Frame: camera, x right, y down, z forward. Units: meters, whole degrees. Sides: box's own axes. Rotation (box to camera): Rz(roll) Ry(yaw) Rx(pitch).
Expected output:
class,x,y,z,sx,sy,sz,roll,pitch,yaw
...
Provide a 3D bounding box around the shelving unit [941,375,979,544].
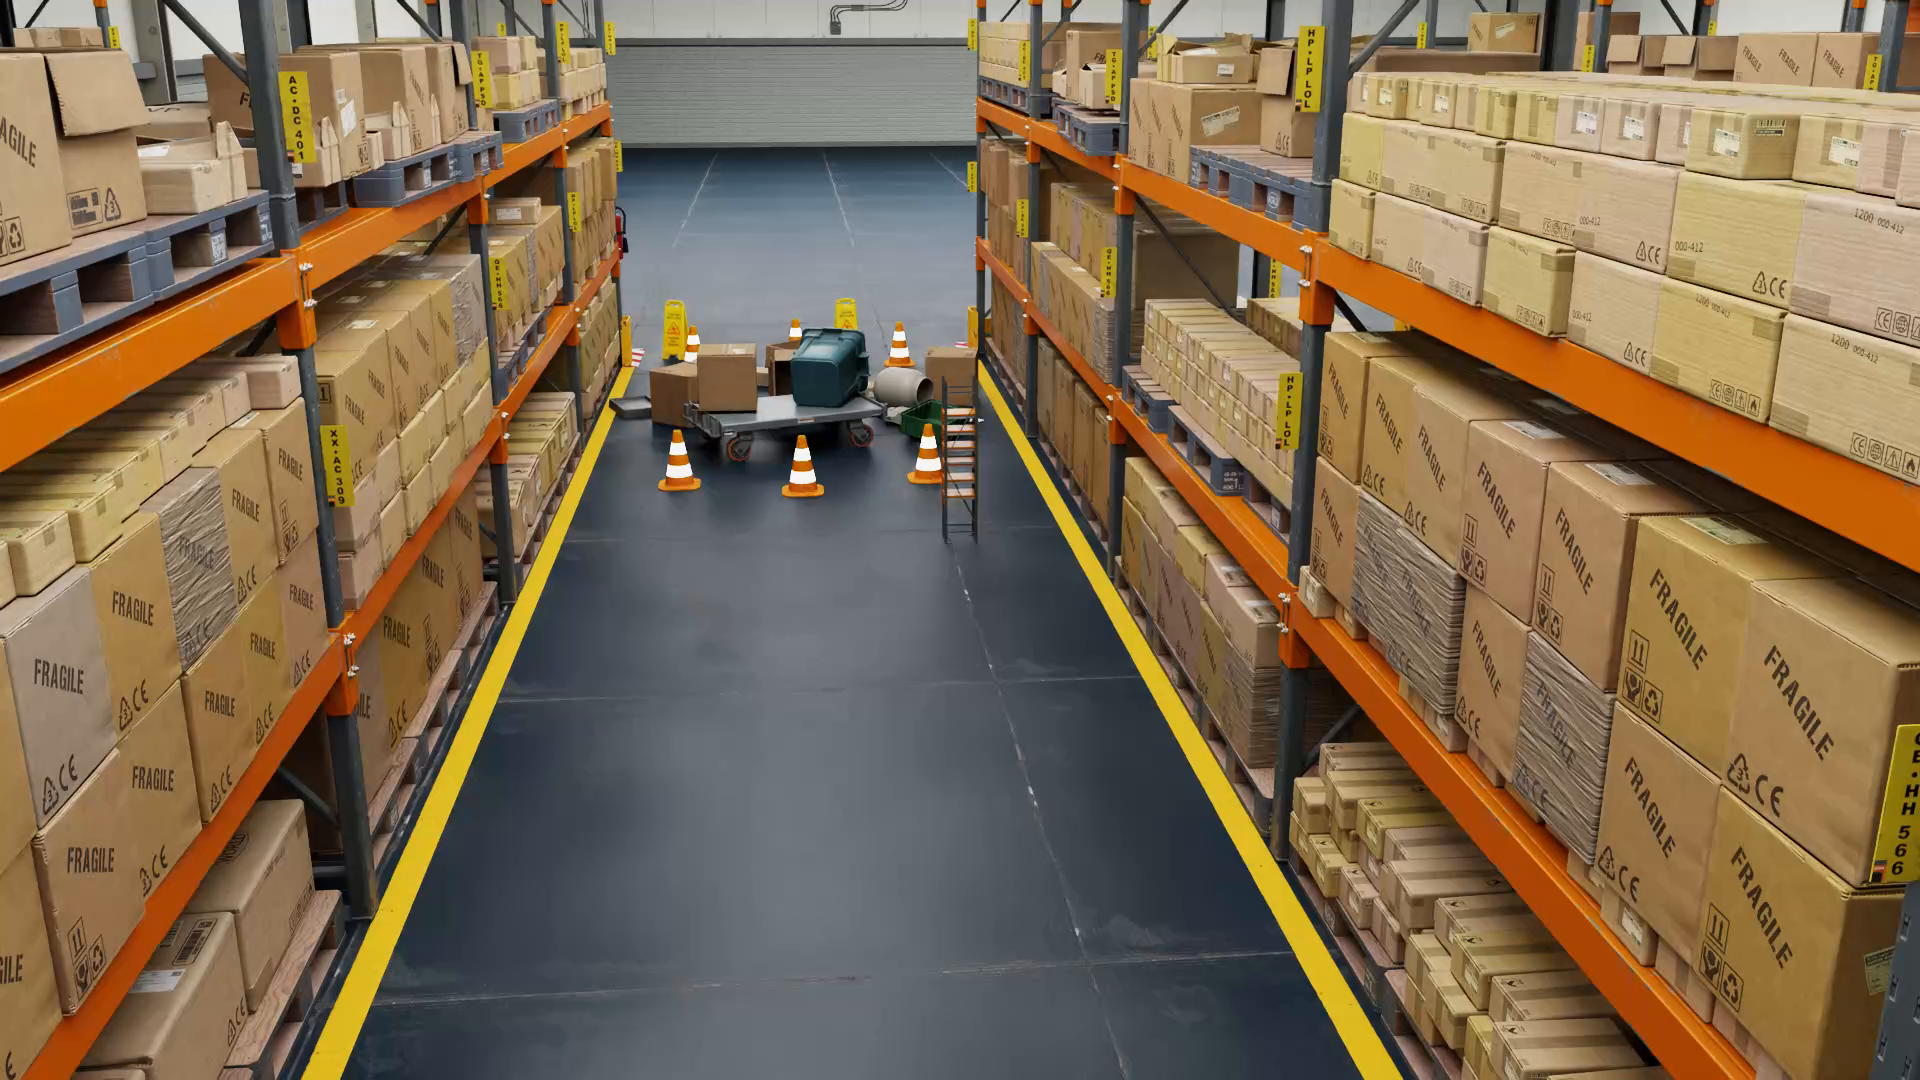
class,x,y,z,sx,sy,sz,roll,pitch,yaw
shelving unit,-0.002,-0.577,12.011,0.258,1.200,0.189,-2,18,-6

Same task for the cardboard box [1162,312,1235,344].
class,x,y,z,sx,sy,sz,roll,pitch,yaw
cardboard box,1.419,-1.262,9.914,0.380,0.149,0.250,-2,18,-6

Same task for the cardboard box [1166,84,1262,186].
class,x,y,z,sx,sy,sz,roll,pitch,yaw
cardboard box,1.422,-2.197,8.994,0.500,0.500,0.500,-2,18,-6

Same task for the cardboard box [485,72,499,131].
class,x,y,z,sx,sy,sz,roll,pitch,yaw
cardboard box,-3.586,-2.945,11.371,0.797,0.503,0.637,-2,18,-6

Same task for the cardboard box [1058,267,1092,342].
class,x,y,z,sx,sy,sz,roll,pitch,yaw
cardboard box,1.041,-1.818,12.794,0.500,0.500,0.500,-2,17,-5

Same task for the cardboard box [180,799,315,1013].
class,x,y,z,sx,sy,sz,roll,pitch,yaw
cardboard box,-3.030,1.393,6.309,0.875,0.438,0.875,-2,18,-6

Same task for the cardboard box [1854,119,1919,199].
class,x,y,z,sx,sy,sz,roll,pitch,yaw
cardboard box,2.062,-0.765,3.349,0.380,0.149,0.250,-2,17,-5

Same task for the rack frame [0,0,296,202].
class,x,y,z,sx,sy,sz,roll,pitch,yaw
rack frame,-2.988,-2.682,5.696,1.000,3.000,0.127,-2,18,-6

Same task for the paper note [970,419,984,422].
class,x,y,z,sx,sy,sz,roll,pitch,yaw
paper note,0.130,-1.142,15.764,0.142,0.020,0.147,16,24,42

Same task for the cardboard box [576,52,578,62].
class,x,y,z,sx,sy,sz,roll,pitch,yaw
cardboard box,-3.763,-4.459,15.454,0.380,0.149,0.250,-1,17,-5

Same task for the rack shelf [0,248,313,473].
class,x,y,z,sx,sy,sz,roll,pitch,yaw
rack shelf,-2.782,-0.312,4.355,1.077,0.370,4.000,-2,18,-6

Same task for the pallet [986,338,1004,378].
class,x,y,z,sx,sy,sz,roll,pitch,yaw
pallet,0.848,-2.012,18.233,1.003,0.211,1.213,-2,18,-6

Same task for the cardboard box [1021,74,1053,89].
class,x,y,z,sx,sy,sz,roll,pitch,yaw
cardboard box,0.745,-4.044,14.595,0.380,0.149,0.250,-2,18,-6

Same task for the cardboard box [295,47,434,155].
class,x,y,z,sx,sy,sz,roll,pitch,yaw
cardboard box,-2.930,-2.175,8.220,0.500,0.500,0.500,-2,18,-5

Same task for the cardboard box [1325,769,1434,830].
class,x,y,z,sx,sy,sz,roll,pitch,yaw
cardboard box,1.724,1.066,6.839,0.380,0.149,0.250,-1,17,-3

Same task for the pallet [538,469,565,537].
class,x,y,z,sx,sy,sz,roll,pitch,yaw
pallet,-3.602,-0.277,12.706,1.003,0.211,1.213,-2,18,-6

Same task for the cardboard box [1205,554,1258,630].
class,x,y,z,sx,sy,sz,roll,pitch,yaw
cardboard box,1.557,0.264,8.548,0.500,0.250,0.500,-1,17,-3

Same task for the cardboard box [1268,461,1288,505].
class,x,y,z,sx,sy,sz,roll,pitch,yaw
cardboard box,1.660,-0.273,7.757,0.380,0.149,0.250,-2,18,-5

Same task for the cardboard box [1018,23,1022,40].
class,x,y,z,sx,sy,sz,roll,pitch,yaw
cardboard box,0.720,-4.500,14.717,0.380,0.149,0.250,-2,18,-6

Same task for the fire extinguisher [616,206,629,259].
class,x,y,z,sx,sy,sz,roll,pitch,yaw
fire extinguisher,-3.779,-3.406,18.149,0.296,0.674,0.183,-2,18,-6

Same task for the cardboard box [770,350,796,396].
class,x,y,z,sx,sy,sz,roll,pitch,yaw
cardboard box,-1.422,-1.545,16.032,0.797,0.637,0.503,-2,18,-6

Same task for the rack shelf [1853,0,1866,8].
class,x,y,z,sx,sy,sz,roll,pitch,yaw
rack shelf,10.764,-5.586,16.817,1.077,0.370,4.000,-2,18,-6

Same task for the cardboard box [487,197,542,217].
class,x,y,z,sx,sy,sz,roll,pitch,yaw
cardboard box,-3.457,-2.567,12.899,0.380,0.149,0.250,-2,18,-7

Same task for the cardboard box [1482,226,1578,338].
class,x,y,z,sx,sy,sz,roll,pitch,yaw
cardboard box,1.856,-0.756,4.819,0.500,0.250,0.500,-1,17,-3

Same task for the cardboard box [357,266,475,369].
class,x,y,z,sx,sy,sz,roll,pitch,yaw
cardboard box,-3.026,-1.238,9.275,0.500,0.500,0.500,-1,17,-5

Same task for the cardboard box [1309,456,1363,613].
class,x,y,z,sx,sy,sz,roll,pitch,yaw
cardboard box,1.726,-0.037,6.624,0.500,0.500,0.500,-2,18,-7

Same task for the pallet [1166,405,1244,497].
class,x,y,z,sx,sy,sz,roll,pitch,yaw
pallet,1.758,-0.514,9.128,1.003,0.211,1.213,-2,18,-6

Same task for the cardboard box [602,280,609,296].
class,x,y,z,sx,sy,sz,roll,pitch,yaw
cardboard box,-3.756,-2.538,16.807,0.380,0.149,0.250,-1,17,-5

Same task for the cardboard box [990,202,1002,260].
class,x,y,z,sx,sy,sz,roll,pitch,yaw
cardboard box,0.782,-3.206,17.132,0.875,0.550,0.550,-2,18,-6

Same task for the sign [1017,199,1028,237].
class,x,y,z,sx,sy,sz,roll,pitch,yaw
sign,0.548,-2.819,14.572,0.100,0.325,0.005,-2,18,-6

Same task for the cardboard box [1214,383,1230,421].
class,x,y,z,sx,sy,sz,roll,pitch,yaw
cardboard box,1.548,-0.730,8.717,0.380,0.149,0.250,-2,18,-5

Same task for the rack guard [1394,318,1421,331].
class,x,y,z,sx,sy,sz,roll,pitch,yaw
rack guard,5.639,-2.486,19.260,1.175,0.500,0.348,-2,18,-6

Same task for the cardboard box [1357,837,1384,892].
class,x,y,z,sx,sy,sz,roll,pitch,yaw
cardboard box,1.821,1.277,6.663,0.380,0.149,0.250,-2,18,-6

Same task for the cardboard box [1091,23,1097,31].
class,x,y,z,sx,sy,sz,roll,pitch,yaw
cardboard box,1.373,-4.521,14.782,0.380,0.149,0.250,-2,18,-6

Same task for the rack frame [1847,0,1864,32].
class,x,y,z,sx,sy,sz,roll,pitch,yaw
rack frame,10.558,-6.716,18.547,1.000,3.000,0.127,-2,18,-6

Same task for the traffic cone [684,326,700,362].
class,x,y,z,sx,sy,sz,roll,pitch,yaw
traffic cone,-2.898,-2.096,18.082,0.336,0.463,0.334,-2,18,-6

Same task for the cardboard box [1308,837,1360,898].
class,x,y,z,sx,sy,sz,roll,pitch,yaw
cardboard box,1.671,1.355,6.912,0.380,0.149,0.250,-1,17,-4

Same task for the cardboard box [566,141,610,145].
class,x,y,z,sx,sy,sz,roll,pitch,yaw
cardboard box,-3.911,-3.765,16.829,0.700,0.500,0.500,-2,18,-5

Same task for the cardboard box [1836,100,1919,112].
class,x,y,z,sx,sy,sz,roll,pitch,yaw
cardboard box,2.411,-1.008,4.124,0.380,0.149,0.250,-1,17,-4

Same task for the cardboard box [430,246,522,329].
class,x,y,z,sx,sy,sz,roll,pitch,yaw
cardboard box,-3.277,-1.698,11.212,0.500,0.500,0.500,-1,17,-3

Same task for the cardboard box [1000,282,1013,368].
class,x,y,z,sx,sy,sz,roll,pitch,yaw
cardboard box,0.916,-2.303,17.349,0.875,0.875,0.875,-2,18,-7

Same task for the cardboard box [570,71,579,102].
class,x,y,z,sx,sy,sz,roll,pitch,yaw
cardboard box,-3.648,-3.998,14.649,0.500,0.250,0.500,-2,18,-6

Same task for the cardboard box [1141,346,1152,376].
class,x,y,z,sx,sy,sz,roll,pitch,yaw
cardboard box,1.358,-1.135,10.504,0.380,0.149,0.250,-2,18,-6

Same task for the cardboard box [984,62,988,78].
class,x,y,z,sx,sy,sz,roll,pitch,yaw
cardboard box,0.456,-4.875,17.240,0.380,0.149,0.250,-2,18,-5

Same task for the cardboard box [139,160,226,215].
class,x,y,z,sx,sy,sz,roll,pitch,yaw
cardboard box,-2.576,-1.120,5.280,0.380,0.149,0.250,-1,17,-4

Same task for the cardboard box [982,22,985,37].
class,x,y,z,sx,sy,sz,roll,pitch,yaw
cardboard box,0.430,-5.334,17.371,0.380,0.149,0.250,-2,18,-5

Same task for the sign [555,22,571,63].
class,x,y,z,sx,sy,sz,roll,pitch,yaw
sign,-3.261,-4.087,13.659,0.100,0.325,0.005,-2,18,-6

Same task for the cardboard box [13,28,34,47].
class,x,y,z,sx,sy,sz,roll,pitch,yaw
cardboard box,-8.846,-4.361,15.011,0.797,0.503,0.637,-1,17,-4

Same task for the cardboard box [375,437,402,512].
class,x,y,z,sx,sy,sz,roll,pitch,yaw
cardboard box,-2.834,-0.281,7.480,0.500,0.250,0.500,-2,17,-5

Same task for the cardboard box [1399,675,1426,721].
class,x,y,z,sx,sy,sz,roll,pitch,yaw
cardboard box,1.792,0.522,5.925,0.380,0.149,0.250,-1,17,-5

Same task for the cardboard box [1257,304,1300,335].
class,x,y,z,sx,sy,sz,roll,pitch,yaw
cardboard box,2.043,-1.352,10.201,0.380,0.149,0.250,-2,18,-6

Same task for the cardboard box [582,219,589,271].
class,x,y,z,sx,sy,sz,roll,pitch,yaw
cardboard box,-3.656,-2.681,15.047,0.500,0.500,0.500,-2,18,-6

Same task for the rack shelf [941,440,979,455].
class,x,y,z,sx,sy,sz,roll,pitch,yaw
rack shelf,-0.002,-0.649,11.988,0.258,0.103,0.180,-2,18,-6

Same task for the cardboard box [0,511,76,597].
class,x,y,z,sx,sy,sz,roll,pitch,yaw
cardboard box,-2.456,0.037,4.134,0.380,0.149,0.250,-2,18,-5

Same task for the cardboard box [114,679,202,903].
class,x,y,z,sx,sy,sz,roll,pitch,yaw
cardboard box,-2.522,0.722,4.703,0.500,0.500,0.500,-1,17,-4
